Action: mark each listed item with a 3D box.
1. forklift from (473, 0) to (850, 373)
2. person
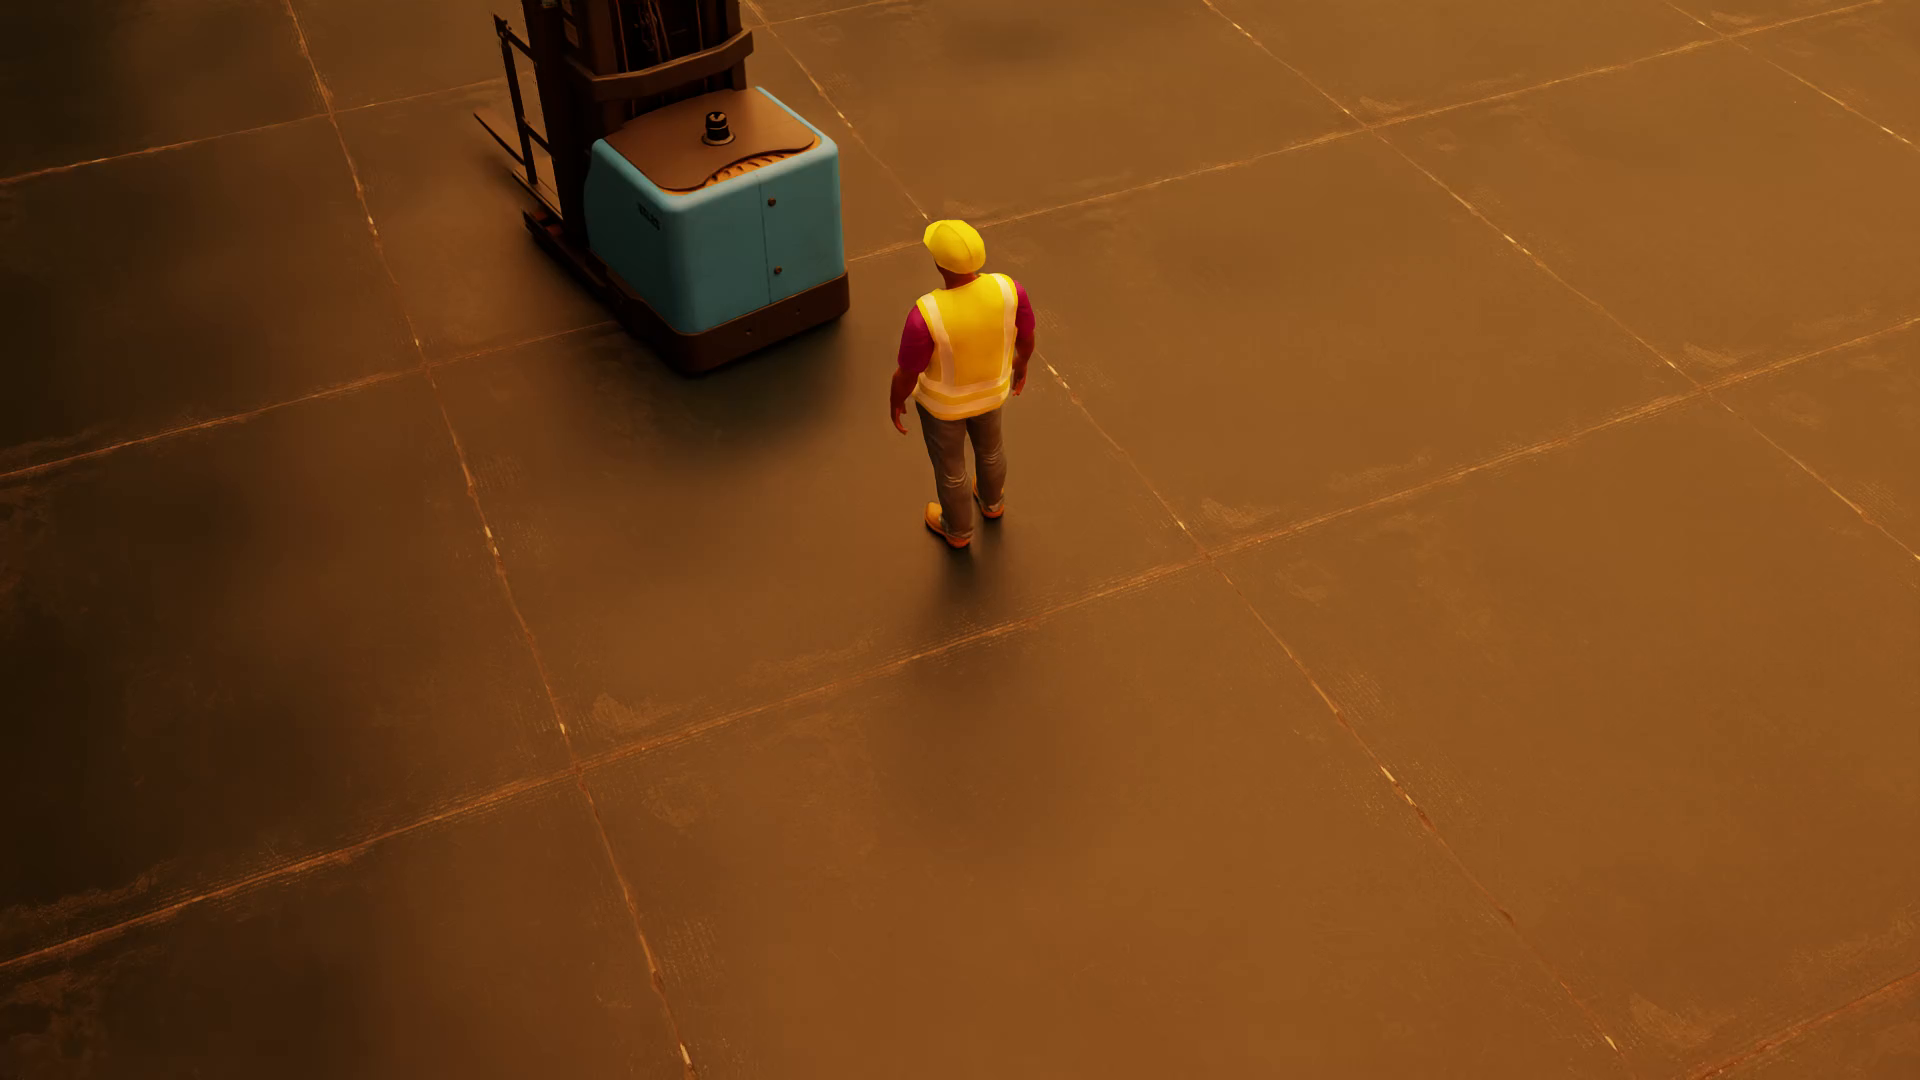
[{"bbox_3d":[-1.880,-2.904,8.792,1.130,2.935,3.031,-27,49,-26],"label":"forklift"},{"bbox_3d":[-0.025,-0.696,7.269,0.666,1.768,0.575,-18,46,-18],"label":"person"}]
